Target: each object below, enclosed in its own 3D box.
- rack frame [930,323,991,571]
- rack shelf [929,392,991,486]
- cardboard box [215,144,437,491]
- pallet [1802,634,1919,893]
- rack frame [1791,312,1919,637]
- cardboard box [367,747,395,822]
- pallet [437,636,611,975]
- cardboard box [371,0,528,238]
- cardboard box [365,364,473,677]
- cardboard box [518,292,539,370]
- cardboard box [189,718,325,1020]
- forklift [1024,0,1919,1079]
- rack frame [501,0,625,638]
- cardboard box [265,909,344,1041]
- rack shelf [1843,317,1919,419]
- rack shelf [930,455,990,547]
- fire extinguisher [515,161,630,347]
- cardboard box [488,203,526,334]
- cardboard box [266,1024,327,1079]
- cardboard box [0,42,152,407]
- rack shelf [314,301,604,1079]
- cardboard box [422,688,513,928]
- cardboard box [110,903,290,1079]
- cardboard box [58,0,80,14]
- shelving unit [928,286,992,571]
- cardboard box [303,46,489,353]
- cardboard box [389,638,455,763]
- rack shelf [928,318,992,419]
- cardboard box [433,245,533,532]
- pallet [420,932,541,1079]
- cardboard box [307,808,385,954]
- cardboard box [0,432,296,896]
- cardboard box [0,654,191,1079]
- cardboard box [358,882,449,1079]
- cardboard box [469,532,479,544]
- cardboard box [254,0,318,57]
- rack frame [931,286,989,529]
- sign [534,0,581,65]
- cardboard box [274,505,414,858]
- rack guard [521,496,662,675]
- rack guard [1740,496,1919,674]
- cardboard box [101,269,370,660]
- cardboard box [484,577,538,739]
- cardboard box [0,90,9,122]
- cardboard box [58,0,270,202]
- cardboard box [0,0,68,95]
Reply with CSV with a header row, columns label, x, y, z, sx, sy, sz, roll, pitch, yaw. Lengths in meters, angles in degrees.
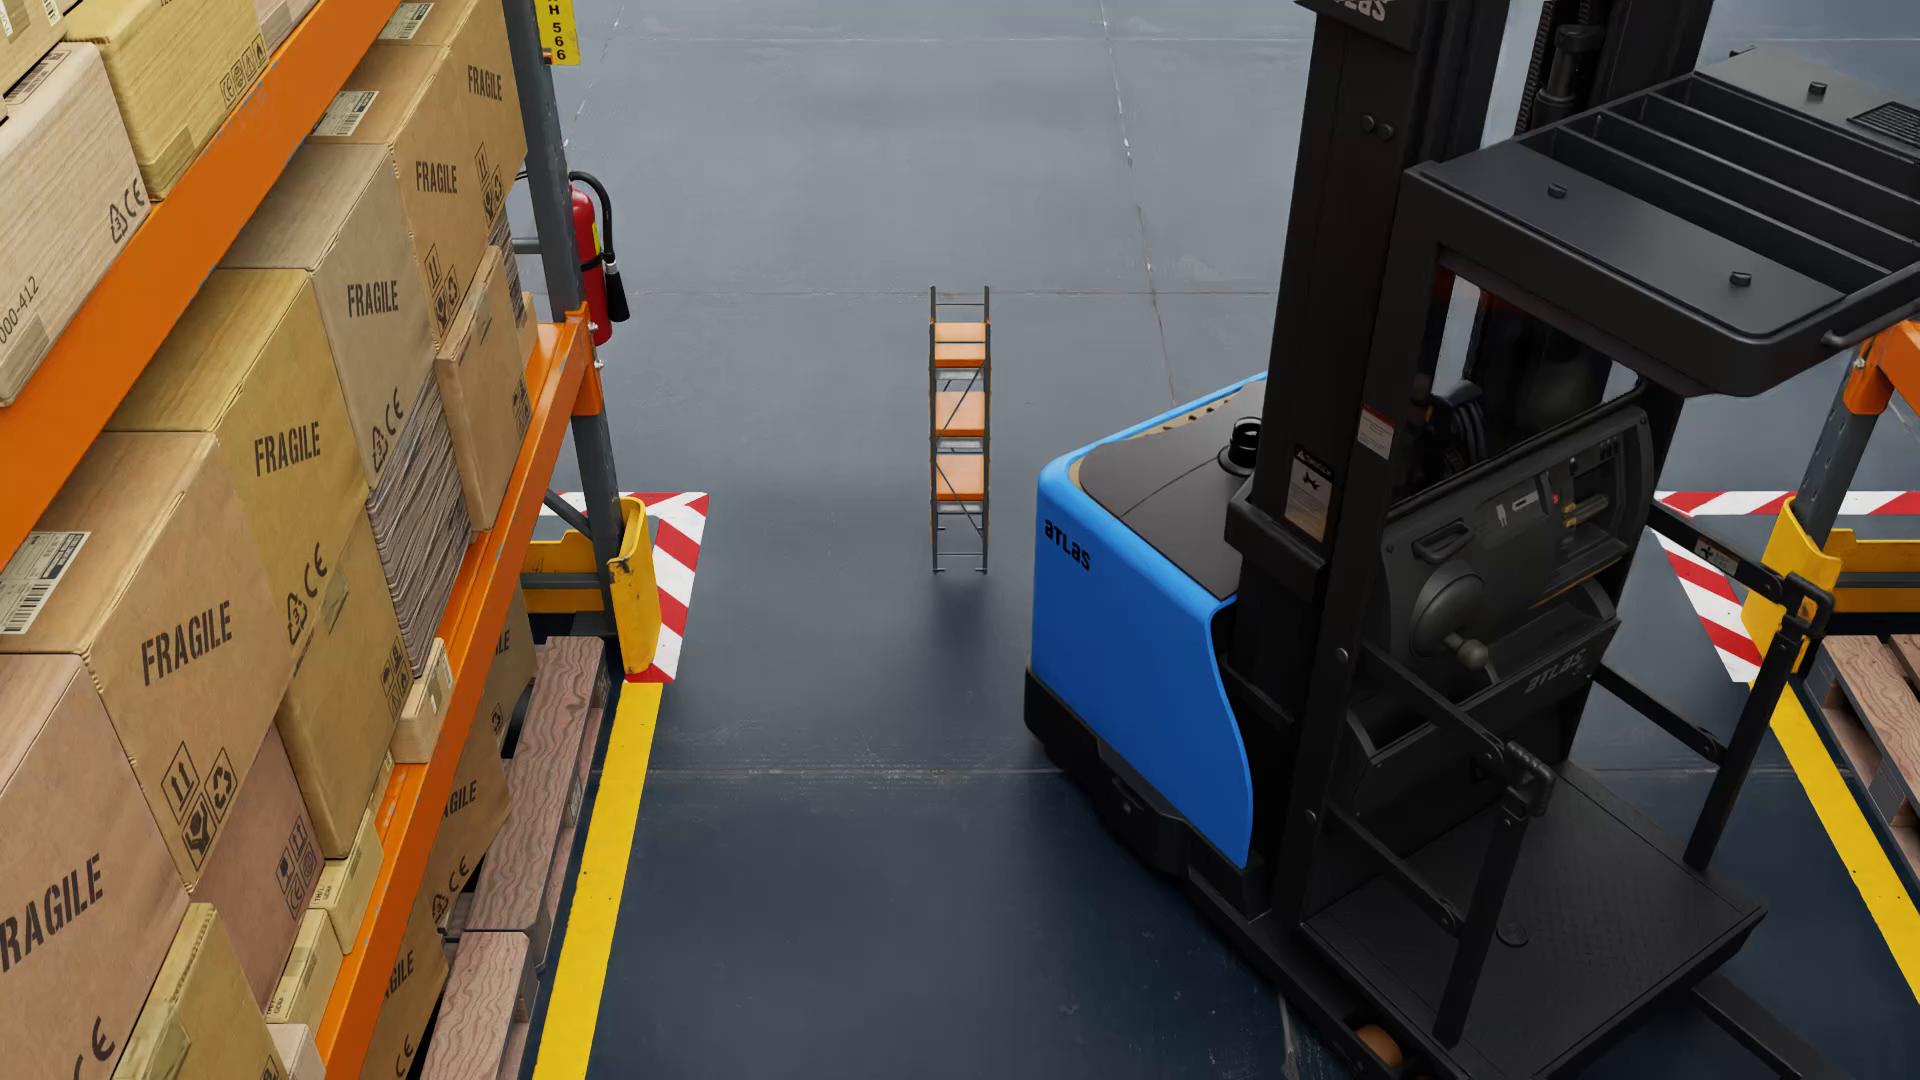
label,x,y,z,sx,sy,sz,roll,pitch,yaw
rack frame,0.000,-0.300,5.785,0.200,1.050,0.008,0,39,0
rack shelf,0.000,-0.368,5.887,0.215,0.259,0.240,0,39,0
cardboard box,-1.391,-0.443,3.287,0.500,0.500,0.500,0,39,0
pallet,3.353,0.773,5.116,1.003,0.211,1.213,0,39,0
rack frame,3.310,-0.870,4.937,1.000,3.000,0.127,0,39,0
cardboard box,-1.399,0.504,3.424,0.380,0.149,0.250,0,39,0
pallet,-1.677,0.777,5.112,1.003,0.211,1.213,0,39,0
cardboard box,-1.395,-1.068,4.067,0.500,0.500,0.500,0,39,0
cardboard box,-1.592,-0.052,3.599,0.875,0.500,0.500,0,39,0
cardboard box,-1.436,-0.591,4.789,0.380,0.149,0.250,0,39,0
cardboard box,-1.644,0.573,2.819,0.875,0.500,0.500,0,39,0
forklift,1.458,0.066,3.824,1.130,2.935,3.031,-23,44,-26
rack frame,-1.643,-0.867,4.933,1.000,3.000,0.127,0,39,0
cardboard box,-1.364,0.816,3.033,0.380,0.149,0.250,0,39,0
rack shelf,3.312,0.661,3.602,1.077,0.370,4.000,0,39,0
rack shelf,0.000,-0.151,6.060,0.215,0.259,0.240,0,39,0
fire extinguisher,-1.182,-0.908,5.047,0.296,0.674,0.183,0,39,0
cardboard box,-1.670,-0.678,4.379,0.875,0.500,0.500,0,39,0
cardboard box,-1.322,0.973,2.838,0.380,0.149,0.250,0,39,0
cardboard box,-1.378,-0.400,2.072,0.500,0.250,0.500,-1,39,-2
rack shelf,-1.641,0.665,3.597,1.077,0.370,4.000,0,39,0
cardboard box,-1.624,0.709,4.629,0.500,0.500,0.500,10,40,12
cardboard box,-1.542,0.886,2.429,0.875,0.500,0.500,0,39,0
cardboard box,-1.404,-0.813,2.268,0.380,0.149,0.250,1,39,1
shelving unit,0.000,-0.376,5.880,0.215,1.050,0.252,0,39,0
cardboard box,-1.389,-0.755,3.677,0.500,0.500,0.500,0,39,0
cardboard box,-1.329,0.347,3.619,0.380,0.149,0.250,0,39,0
rack shelf,0.000,-0.589,5.709,0.215,0.259,0.240,0,39,0
cardboard box,-1.549,-0.365,3.989,0.875,0.500,0.500,0,39,0
pallet,-1.679,1.538,4.162,1.003,0.211,1.213,0,39,0
cardboard box,-1.353,0.660,3.229,0.380,0.149,0.250,0,39,0
cardboard box,-1.387,0.183,2.506,0.500,0.500,0.500,0,39,0
cardboard box,-1.387,0.495,2.116,0.500,0.500,0.500,0,39,0
cardboard box,-1.642,1.101,4.141,0.500,0.500,0.500,3,39,4
cardboard box,-1.400,-0.122,4.204,0.380,0.149,0.250,0,39,0
cardboard box,-1.393,-1.045,2.876,0.500,0.250,0.500,1,39,1
rack frame,0.000,-0.453,5.975,0.200,1.050,0.008,0,39,0
sign,-1.088,-1.430,4.457,0.100,0.325,0.005,0,39,0
cardboard box,-1.603,0.260,3.209,0.875,0.500,0.500,0,39,0
rack guard,-1.643,0.156,5.655,1.175,0.500,0.348,0,39,0
rack guard,3.357,0.153,5.660,1.175,0.500,0.348,0,39,0
cardboard box,-1.399,-0.130,2.896,0.500,0.500,0.500,0,39,0
cardboard box,-1.659,0.335,5.096,0.500,0.500,0.500,7,39,8
cardboard box,-1.335,-0.492,1.868,0.380,0.149,0.250,-1,39,-1
cardboard box,-1.387,-0.730,2.484,0.500,0.250,0.500,-1,39,-1
cardboard box,-1.370,-0.652,2.067,0.380,0.149,0.250,-1,39,-1
